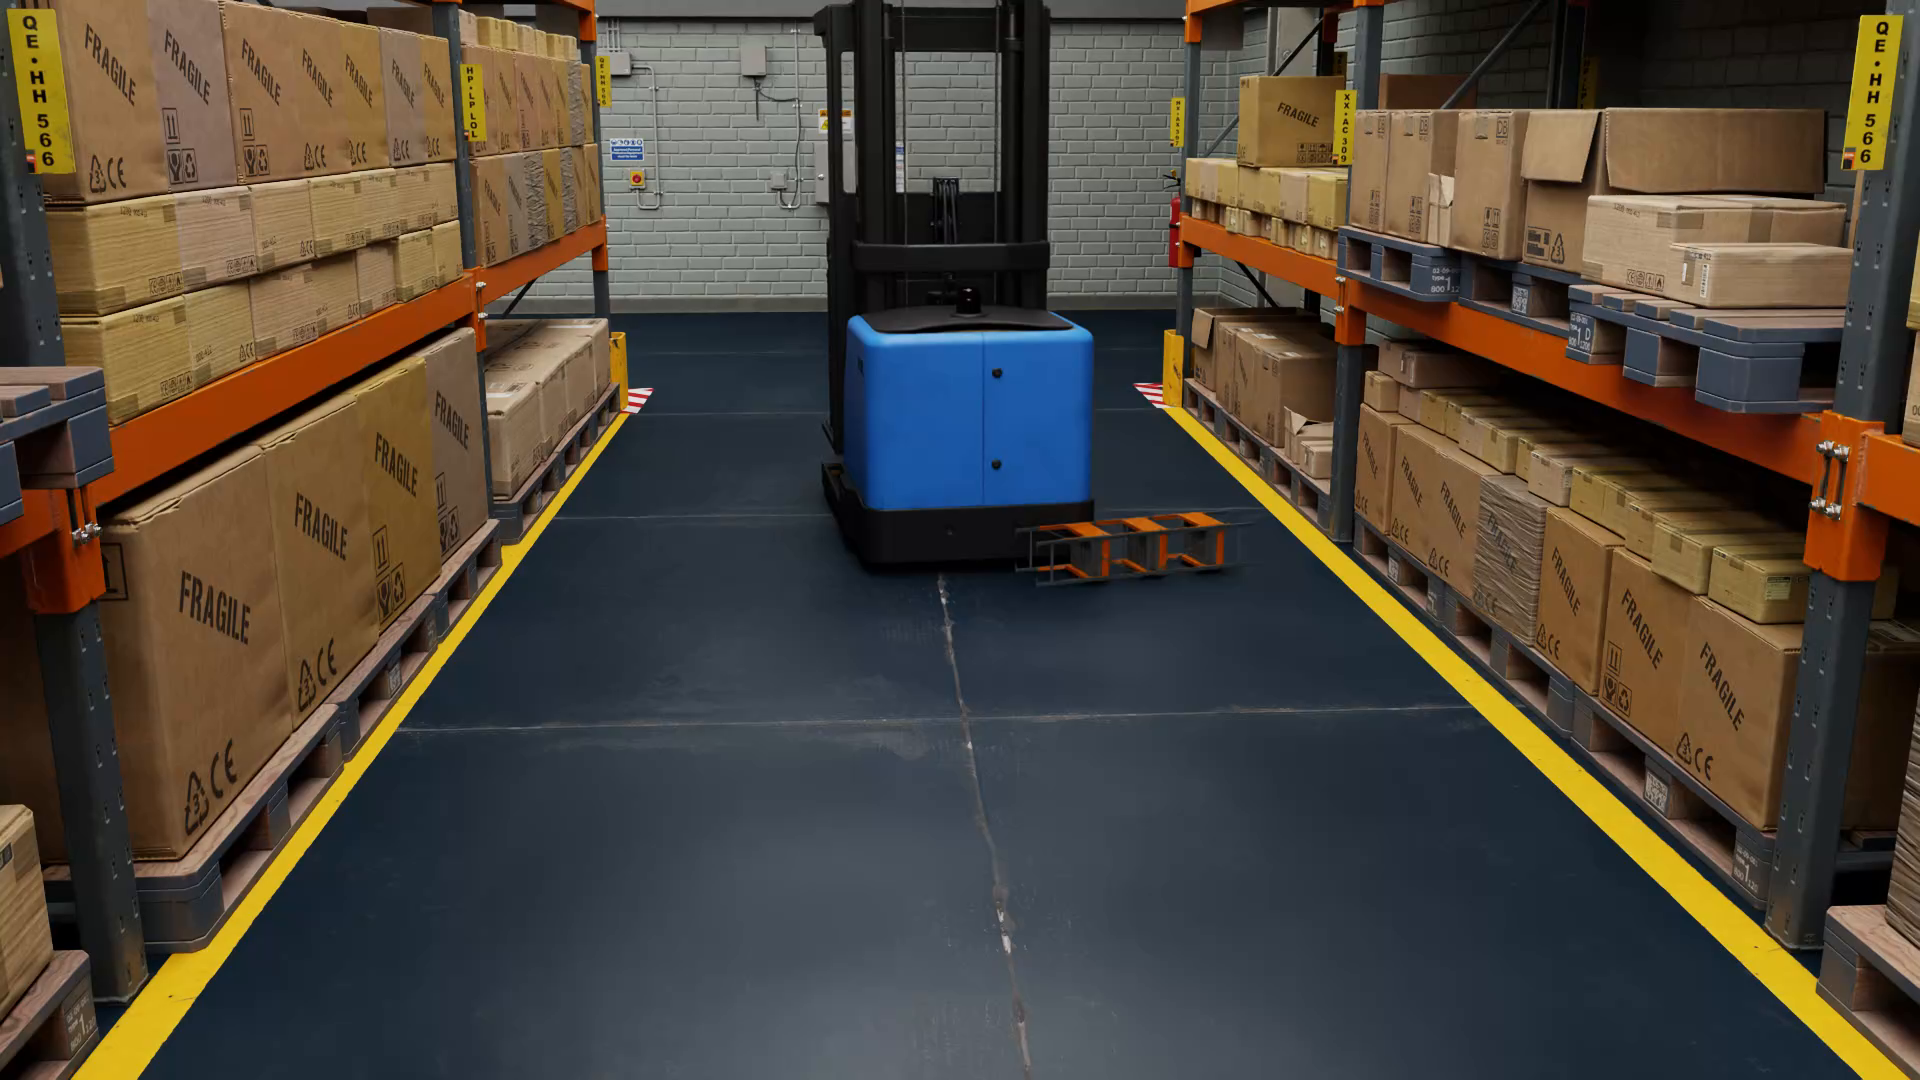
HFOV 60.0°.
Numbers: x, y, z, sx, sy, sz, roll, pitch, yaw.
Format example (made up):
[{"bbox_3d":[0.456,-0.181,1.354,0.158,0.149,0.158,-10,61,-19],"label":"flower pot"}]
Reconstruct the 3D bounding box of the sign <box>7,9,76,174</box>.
[{"bbox_3d":[-1.883,-0.916,3.403,0.100,0.325,0.005,-1,14,-3],"label":"sign"}]

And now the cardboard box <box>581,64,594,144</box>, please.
[{"bbox_3d":[-2.652,-2.789,10.639,0.500,0.500,0.500,0,14,-2],"label":"cardboard box"}]

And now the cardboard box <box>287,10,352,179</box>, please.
[{"bbox_3d":[-2.295,-1.420,5.317,0.500,0.500,0.500,-1,14,-3],"label":"cardboard box"}]

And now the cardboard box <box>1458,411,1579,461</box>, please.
[{"bbox_3d":[2.169,-0.407,6.460,0.380,0.149,0.250,-1,14,-4],"label":"cardboard box"}]

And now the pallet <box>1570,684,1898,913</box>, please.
[{"bbox_3d":[2.522,0.704,4.868,1.003,0.211,1.213,-1,14,-3],"label":"pallet"}]

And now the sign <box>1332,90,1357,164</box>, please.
[{"bbox_3d":[1.741,-1.864,7.515,0.100,0.325,0.005,-1,14,-3],"label":"sign"}]

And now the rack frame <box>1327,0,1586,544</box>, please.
[{"bbox_3d":[2.282,-1.455,7.663,1.000,3.000,0.127,-1,14,-3],"label":"rack frame"}]

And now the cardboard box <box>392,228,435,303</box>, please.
[{"bbox_3d":[-2.362,-1.071,6.470,0.500,0.250,0.500,-1,14,-4],"label":"cardboard box"}]

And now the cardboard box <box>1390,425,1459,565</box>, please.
[{"bbox_3d":[2.130,-0.192,6.927,0.500,0.500,0.500,-1,14,-4],"label":"cardboard box"}]

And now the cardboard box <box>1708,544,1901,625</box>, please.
[{"bbox_3d":[2.247,0.114,4.437,0.380,0.149,0.250,-2,15,-6],"label":"cardboard box"}]

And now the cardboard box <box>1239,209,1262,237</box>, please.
[{"bbox_3d":[1.848,-1.856,9.725,0.380,0.149,0.250,-1,14,-2],"label":"cardboard box"}]

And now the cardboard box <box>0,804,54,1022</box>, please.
[{"bbox_3d":[-2.399,0.827,3.224,0.950,0.372,0.625,-2,15,-7],"label":"cardboard box"}]

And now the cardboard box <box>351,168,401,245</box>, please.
[{"bbox_3d":[-2.325,-1.188,5.923,0.500,0.250,0.500,-1,14,-2],"label":"cardboard box"}]

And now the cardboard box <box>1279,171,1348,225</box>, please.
[{"bbox_3d":[1.961,-1.774,8.606,0.500,0.250,0.500,-1,14,-3],"label":"cardboard box"}]

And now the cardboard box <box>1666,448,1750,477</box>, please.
[{"bbox_3d":[2.675,-0.223,5.745,0.380,0.149,0.250,-1,14,-3],"label":"cardboard box"}]

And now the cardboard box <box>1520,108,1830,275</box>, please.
[{"bbox_3d":[2.244,-1.117,5.298,0.797,0.503,0.637,-1,14,-5],"label":"cardboard box"}]

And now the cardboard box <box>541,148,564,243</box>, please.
[{"bbox_3d":[-2.523,-1.924,9.284,0.500,0.500,0.500,0,14,-2],"label":"cardboard box"}]

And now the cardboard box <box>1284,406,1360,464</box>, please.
[{"bbox_3d":[1.932,-0.557,8.817,0.396,0.266,0.258,0,14,-1],"label":"cardboard box"}]

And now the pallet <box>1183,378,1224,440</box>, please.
[{"bbox_3d":[2.089,-0.882,11.033,1.003,0.211,1.213,-1,14,-3],"label":"pallet"}]

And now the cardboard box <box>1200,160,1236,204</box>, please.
[{"bbox_3d":[1.825,-2.279,10.569,0.500,0.250,0.500,-1,14,-3],"label":"cardboard box"}]

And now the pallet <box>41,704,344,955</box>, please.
[{"bbox_3d":[-2.397,0.770,4.609,1.003,0.211,1.213,-1,14,-3],"label":"pallet"}]

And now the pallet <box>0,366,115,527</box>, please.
[{"bbox_3d":[-2.273,-0.115,2.837,1.213,0.211,1.003,-1,14,-3],"label":"pallet"}]

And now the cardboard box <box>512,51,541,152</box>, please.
[{"bbox_3d":[-2.505,-2.286,8.684,0.500,0.500,0.500,-1,14,-2],"label":"cardboard box"}]

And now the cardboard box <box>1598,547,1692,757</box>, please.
[{"bbox_3d":[2.269,0.320,4.936,0.500,0.500,0.500,-1,14,-4],"label":"cardboard box"}]

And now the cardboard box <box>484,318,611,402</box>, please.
[{"bbox_3d":[-2.779,-1.173,10.863,0.875,0.438,0.875,-1,14,-5],"label":"cardboard box"}]

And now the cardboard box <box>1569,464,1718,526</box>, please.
[{"bbox_3d":[2.240,-0.148,5.455,0.380,0.149,0.250,-1,14,-4],"label":"cardboard box"}]

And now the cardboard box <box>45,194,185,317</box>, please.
[{"bbox_3d":[-2.209,-0.682,3.956,0.500,0.250,0.500,-1,14,-4],"label":"cardboard box"}]

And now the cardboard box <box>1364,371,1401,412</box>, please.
[{"bbox_3d":[2.039,-0.669,7.479,0.380,0.149,0.250,0,14,-1],"label":"cardboard box"}]

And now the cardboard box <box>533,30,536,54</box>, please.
[{"bbox_3d":[-2.566,-2.751,9.190,0.380,0.149,0.250,0,14,-2],"label":"cardboard box"}]

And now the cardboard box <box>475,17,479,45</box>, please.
[{"bbox_3d":[-2.522,-2.434,7.956,0.380,0.149,0.250,-1,14,-4],"label":"cardboard box"}]

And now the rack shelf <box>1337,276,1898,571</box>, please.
[{"bbox_3d":[2.406,-0.610,5.820,1.077,0.370,4.000,-1,14,-3],"label":"rack shelf"}]

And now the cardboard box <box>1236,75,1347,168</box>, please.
[{"bbox_3d":[1.887,-2.395,9.513,0.500,0.500,0.500,-1,14,-2],"label":"cardboard box"}]

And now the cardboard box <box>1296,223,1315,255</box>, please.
[{"bbox_3d":[1.932,-1.538,8.488,0.380,0.149,0.250,-1,14,-2],"label":"cardboard box"}]

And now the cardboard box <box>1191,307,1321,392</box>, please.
[{"bbox_3d":[1.978,-1.291,11.191,0.797,0.503,0.637,-1,15,-6],"label":"cardboard box"}]

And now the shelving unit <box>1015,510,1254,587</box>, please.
[{"bbox_3d":[0.780,0.032,7.409,1.050,0.215,0.252,-5,15,-19],"label":"shelving unit"}]

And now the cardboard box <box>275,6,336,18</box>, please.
[{"bbox_3d":[-3.008,-2.296,7.422,0.380,0.149,0.250,-1,14,-5],"label":"cardboard box"}]

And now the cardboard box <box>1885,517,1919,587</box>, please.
[{"bbox_3d":[2.819,0.031,4.756,0.380,0.149,0.250,0,14,-2],"label":"cardboard box"}]

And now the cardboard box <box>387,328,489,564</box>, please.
[{"bbox_3d":[-2.553,-0.399,6.980,0.875,0.875,0.875,0,14,-2],"label":"cardboard box"}]

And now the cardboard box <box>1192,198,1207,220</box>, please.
[{"bbox_3d":[1.781,-2.243,11.227,0.380,0.149,0.250,-1,14,-4],"label":"cardboard box"}]

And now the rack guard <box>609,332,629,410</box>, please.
[{"bbox_3d":[-2.921,-1.168,11.563,1.175,0.500,0.348,-1,14,-3],"label":"rack guard"}]

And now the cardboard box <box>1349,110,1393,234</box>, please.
[{"bbox_3d":[2.089,-1.583,7.117,0.700,0.500,0.500,-1,14,-2],"label":"cardboard box"}]

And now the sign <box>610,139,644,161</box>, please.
[{"bbox_3d":[-3.344,-3.920,16.700,0.327,0.218,0.001,-1,14,-3],"label":"sign"}]

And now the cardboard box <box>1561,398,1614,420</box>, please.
[{"bbox_3d":[2.680,-0.486,6.769,0.380,0.149,0.250,-2,15,-6],"label":"cardboard box"}]

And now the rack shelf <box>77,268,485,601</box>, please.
[{"bbox_3d":[-2.548,-0.532,5.518,1.077,0.370,4.000,-1,14,-3],"label":"rack shelf"}]

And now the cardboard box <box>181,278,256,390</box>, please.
[{"bbox_3d":[-2.252,-0.563,4.497,0.500,0.250,0.500,-1,14,-5],"label":"cardboard box"}]

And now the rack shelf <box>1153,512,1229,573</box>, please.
[{"bbox_3d":[1.037,0.009,7.499,0.259,0.215,0.240,-5,15,-19],"label":"rack shelf"}]

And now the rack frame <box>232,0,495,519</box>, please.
[{"bbox_3d":[-2.672,-1.378,7.362,1.000,3.000,0.127,-1,14,-3],"label":"rack frame"}]

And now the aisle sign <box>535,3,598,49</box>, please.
[{"bbox_3d":[-2.615,-3.654,10.992,0.394,0.787,0.004,-1,14,-3],"label":"aisle sign"}]

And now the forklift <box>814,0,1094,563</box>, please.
[{"bbox_3d":[-0.147,-1.637,8.505,1.130,2.935,3.031,-2,15,-9],"label":"forklift"}]

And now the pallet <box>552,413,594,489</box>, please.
[{"bbox_3d":[-2.719,-0.522,9.631,1.003,0.211,1.213,-1,14,-3],"label":"pallet"}]
